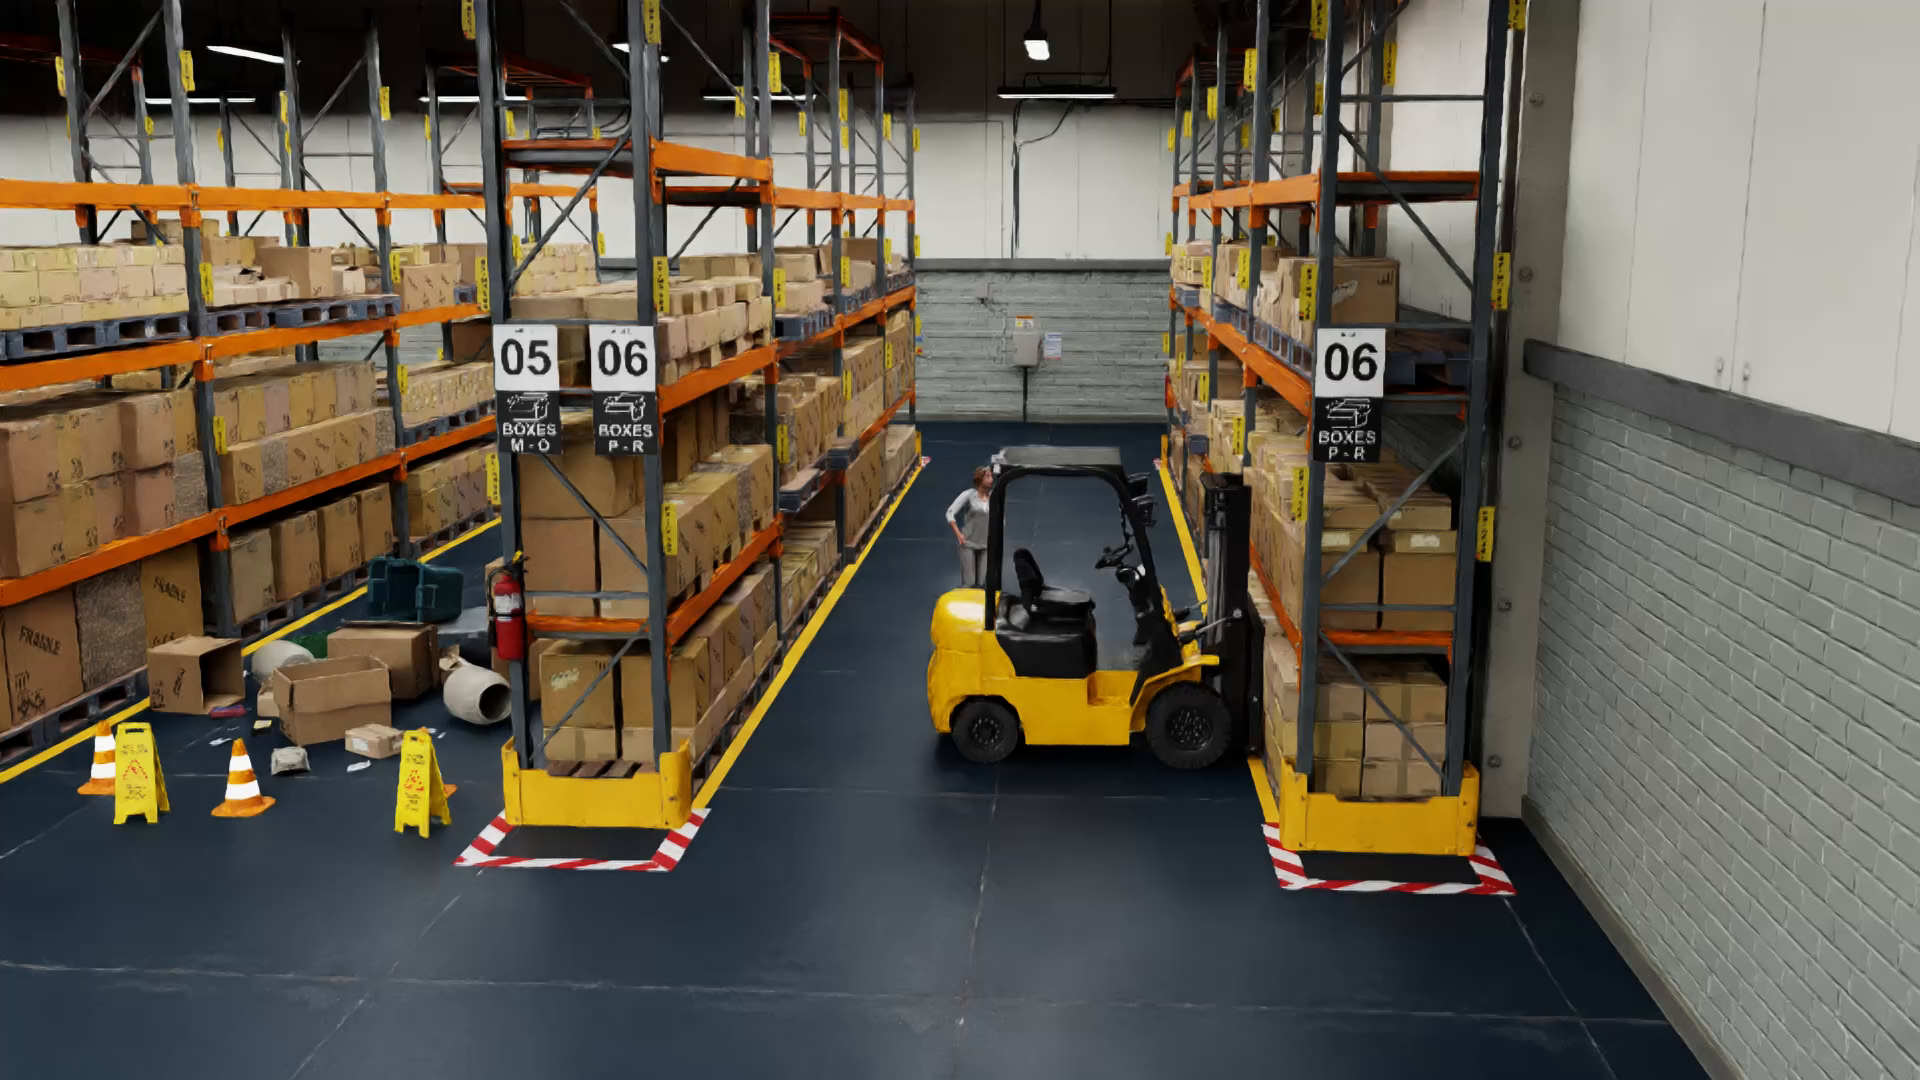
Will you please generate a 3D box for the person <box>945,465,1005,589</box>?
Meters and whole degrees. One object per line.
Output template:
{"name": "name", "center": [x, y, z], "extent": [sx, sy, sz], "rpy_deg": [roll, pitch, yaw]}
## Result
{"name": "person", "center": [0.170, 0.074, 15.704], "extent": [0.582, 1.543, 0.604], "rpy_deg": [-4, 12, -18]}
